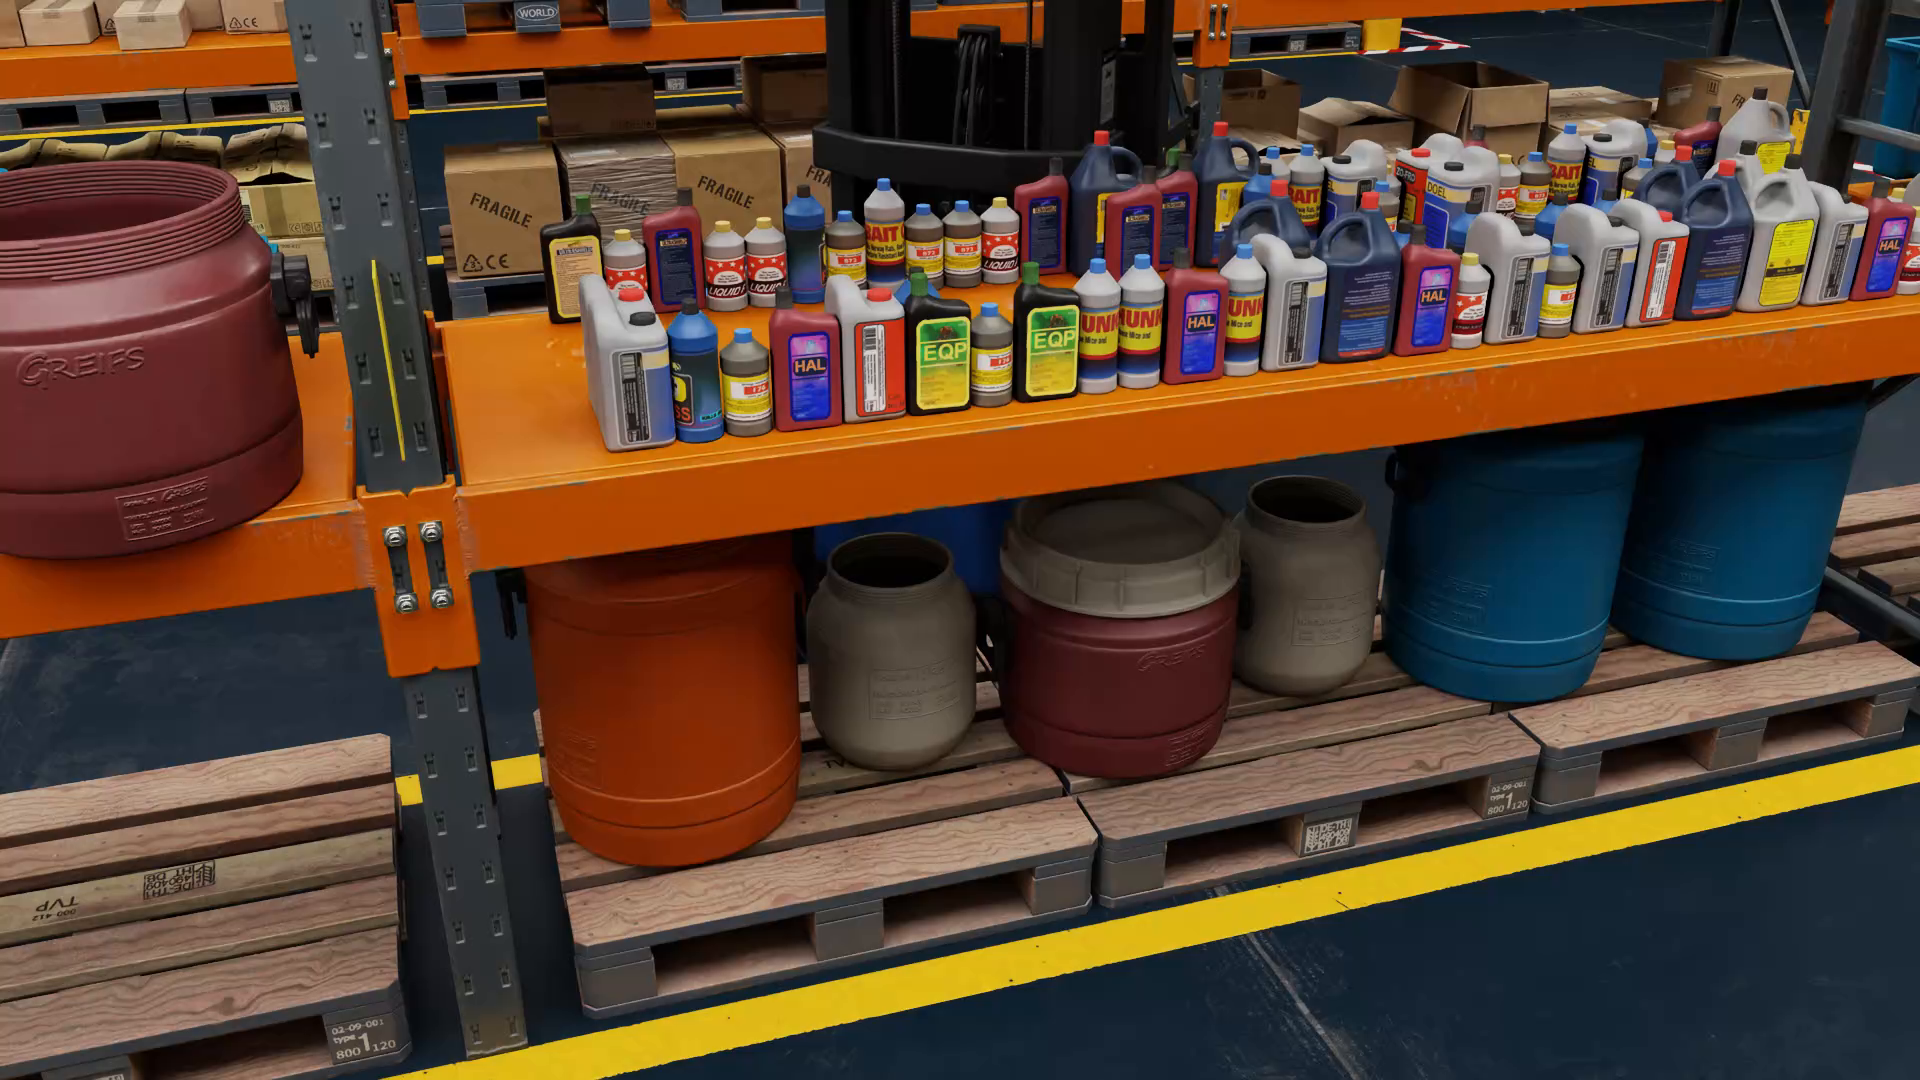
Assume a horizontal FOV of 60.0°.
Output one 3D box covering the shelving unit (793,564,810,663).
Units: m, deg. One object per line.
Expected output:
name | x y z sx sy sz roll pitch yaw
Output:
shelving unit | -0.705 -0.095 4.583 0.503 1.200 0.258 -11 28 -19

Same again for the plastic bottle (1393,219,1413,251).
plastic bottle | 0.968 -0.570 3.670 0.097 0.271 0.097 0 26 0

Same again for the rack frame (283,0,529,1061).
rack frame | -1.138 -0.458 3.300 0.127 3.000 1.000 -8 28 -16

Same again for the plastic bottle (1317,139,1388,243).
plastic bottle | 1.006 -0.892 4.312 0.135 0.276 0.152 -8 28 -16

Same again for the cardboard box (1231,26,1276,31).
cardboard box | 2.290 -4.610 14.001 0.500 0.500 0.700 -8 28 -16

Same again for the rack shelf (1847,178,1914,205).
rack shelf | 4.567 -0.962 5.124 4.000 0.370 1.077 -8 28 -16

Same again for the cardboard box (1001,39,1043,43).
cardboard box | 0.340 -4.326 13.430 0.500 0.500 0.700 -8 27 -15

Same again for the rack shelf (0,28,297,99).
rack shelf | -4.570 -1.956 7.125 4.000 0.370 1.077 -8 28 -16

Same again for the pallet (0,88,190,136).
pallet | -6.107 -3.125 11.807 1.213 0.211 1.003 -8 28 -16

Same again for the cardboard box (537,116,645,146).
cardboard box | -1.852 -1.859 8.437 0.500 0.500 0.500 -7 27 -14

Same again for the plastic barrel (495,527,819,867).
plastic barrel | -0.678 0.251 3.840 0.708 0.830 0.600 -8 28 -16

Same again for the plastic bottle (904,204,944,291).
plastic bottle | -0.088 -0.713 4.035 0.097 0.201 0.097 0 26 0

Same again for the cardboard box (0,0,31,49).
cardboard box | -4.259 -2.360 7.018 0.500 0.500 0.500 -10 28 -19

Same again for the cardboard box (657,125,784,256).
cardboard box | -1.173 -1.714 8.145 0.500 0.500 0.500 -9 28 -17

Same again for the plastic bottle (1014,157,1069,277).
plastic bottle | 0.201 -0.800 4.119 0.133 0.283 0.061 -8 28 -16

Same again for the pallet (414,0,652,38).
pallet | -2.046 -2.590 7.810 1.003 0.211 1.213 -8 28 -16

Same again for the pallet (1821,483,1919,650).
pallet | 3.353 0.122 5.267 1.213 0.211 1.003 -8 28 -16

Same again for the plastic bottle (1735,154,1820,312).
plastic bottle | 1.893 -0.722 3.887 0.185 0.351 0.144 -8 28 -16

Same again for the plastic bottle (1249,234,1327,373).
plastic bottle | 0.692 -0.517 3.557 0.135 0.276 0.152 -8 28 -16

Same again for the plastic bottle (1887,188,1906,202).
plastic bottle | 2.334 -0.779 4.170 0.097 0.201 0.097 0 26 0

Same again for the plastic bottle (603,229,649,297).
plastic bottle | -0.770 -0.614 3.836 0.097 0.201 0.097 0 26 0

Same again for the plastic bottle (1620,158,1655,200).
plastic bottle | 1.816 -0.917 4.447 0.097 0.201 0.097 0 26 0

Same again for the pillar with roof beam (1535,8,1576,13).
pillar with roof beam | 7.033 -7.353 10.442 0.400 9.000 9.100 -8 28 -16

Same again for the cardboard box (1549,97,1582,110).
cardboard box | 3.383 -2.528 10.066 0.500 0.250 0.500 -8 28 -16

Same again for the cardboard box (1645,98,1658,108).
cardboard box | 4.434 -2.663 10.451 0.250 0.149 0.380 -8 28 -16

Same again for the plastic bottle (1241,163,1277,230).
plastic bottle | 0.747 -0.797 4.128 0.097 0.271 0.097 0 26 0

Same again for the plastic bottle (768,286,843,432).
plastic bottle | -0.300 -0.355 3.223 0.133 0.283 0.061 -8 28 -16

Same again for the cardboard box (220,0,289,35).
cardboard box | -3.028 -2.482 7.476 0.500 0.311 0.500 -7 27 -13

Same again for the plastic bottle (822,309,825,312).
plastic bottle | -0.243 -0.406 3.418 0.097 0.201 0.097 0 26 0

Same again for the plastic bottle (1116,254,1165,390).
plastic bottle | 0.371 -0.455 3.439 0.097 0.271 0.097 0 26 0

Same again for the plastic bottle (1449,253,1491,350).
plastic bottle | 1.114 -0.532 3.671 0.097 0.201 0.097 0 26 0

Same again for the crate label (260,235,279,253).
crate label | -1.655 -0.484 3.540 0.416 0.233 0.303 -8 28 -16

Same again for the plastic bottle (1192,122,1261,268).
plastic bottle | 0.668 -0.878 4.201 0.185 0.351 0.144 -8 28 -16

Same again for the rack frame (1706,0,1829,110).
rack frame | 4.938 -3.655 9.739 0.127 3.000 1.000 -8 28 -16

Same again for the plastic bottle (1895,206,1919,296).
plastic bottle | 2.289 -0.702 4.014 0.097 0.201 0.097 0 26 0

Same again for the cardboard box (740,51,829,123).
cardboard box | -0.828 -2.347 8.577 0.500 0.250 0.500 -9 28 -17

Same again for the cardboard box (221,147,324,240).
cardboard box | -3.090 -1.585 7.558 0.500 0.311 0.500 -8 27 -15

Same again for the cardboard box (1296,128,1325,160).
cardboard box | 1.927 -2.300 9.720 0.250 0.149 0.380 -8 28 -16

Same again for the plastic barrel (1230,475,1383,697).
plastic barrel | 0.905 0.122 4.456 0.421 0.512 0.421 0 26 0

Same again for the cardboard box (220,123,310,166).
cardboard box | -3.257 -1.813 8.018 0.500 0.311 0.500 -7 27 -14

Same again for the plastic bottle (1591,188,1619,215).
plastic bottle | 1.508 -0.691 3.913 0.097 0.271 0.097 0 26 0

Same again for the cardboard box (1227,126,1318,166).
cardboard box | 1.601 -2.063 9.062 0.500 0.311 0.500 -8 28 -16

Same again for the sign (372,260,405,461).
sign | -0.961 -0.300 2.797 0.005 0.325 0.100 -8 28 -16

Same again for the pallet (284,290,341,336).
pallet | -3.463 -1.207 7.945 1.213 0.211 1.003 -8 28 -16

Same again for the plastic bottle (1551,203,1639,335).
plastic bottle | 1.436 -0.624 3.774 0.135 0.276 0.152 -8 28 -16

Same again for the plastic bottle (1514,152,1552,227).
plastic bottle | 1.548 -0.949 4.513 0.097 0.201 0.097 0 26 0

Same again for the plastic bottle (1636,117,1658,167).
plastic bottle | 1.861 -1.026 4.588 0.097 0.271 0.097 0 26 0

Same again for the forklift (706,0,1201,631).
forklift | 0.242 -1.570 5.617 1.130 2.935 3.031 11 28 20

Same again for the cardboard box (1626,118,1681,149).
cardboard box | 4.085 -2.386 9.875 0.250 0.166 0.380 -8 28 -16

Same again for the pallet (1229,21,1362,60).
pallet | 2.665 -4.357 14.288 1.213 0.211 1.003 -8 28 -16

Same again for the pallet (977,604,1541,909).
pallet | 0.757 0.498 4.509 1.213 0.211 1.003 -8 28 -16

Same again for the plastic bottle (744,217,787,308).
plastic bottle | -0.458 -0.659 3.927 0.097 0.201 0.097 0 26 0

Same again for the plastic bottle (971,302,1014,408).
plastic bottle | 0.059 -0.379 3.363 0.097 0.201 0.097 0 26 0

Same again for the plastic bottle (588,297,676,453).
plastic bottle | -0.626 -0.326 3.172 0.135 0.276 0.152 -8 28 -16
